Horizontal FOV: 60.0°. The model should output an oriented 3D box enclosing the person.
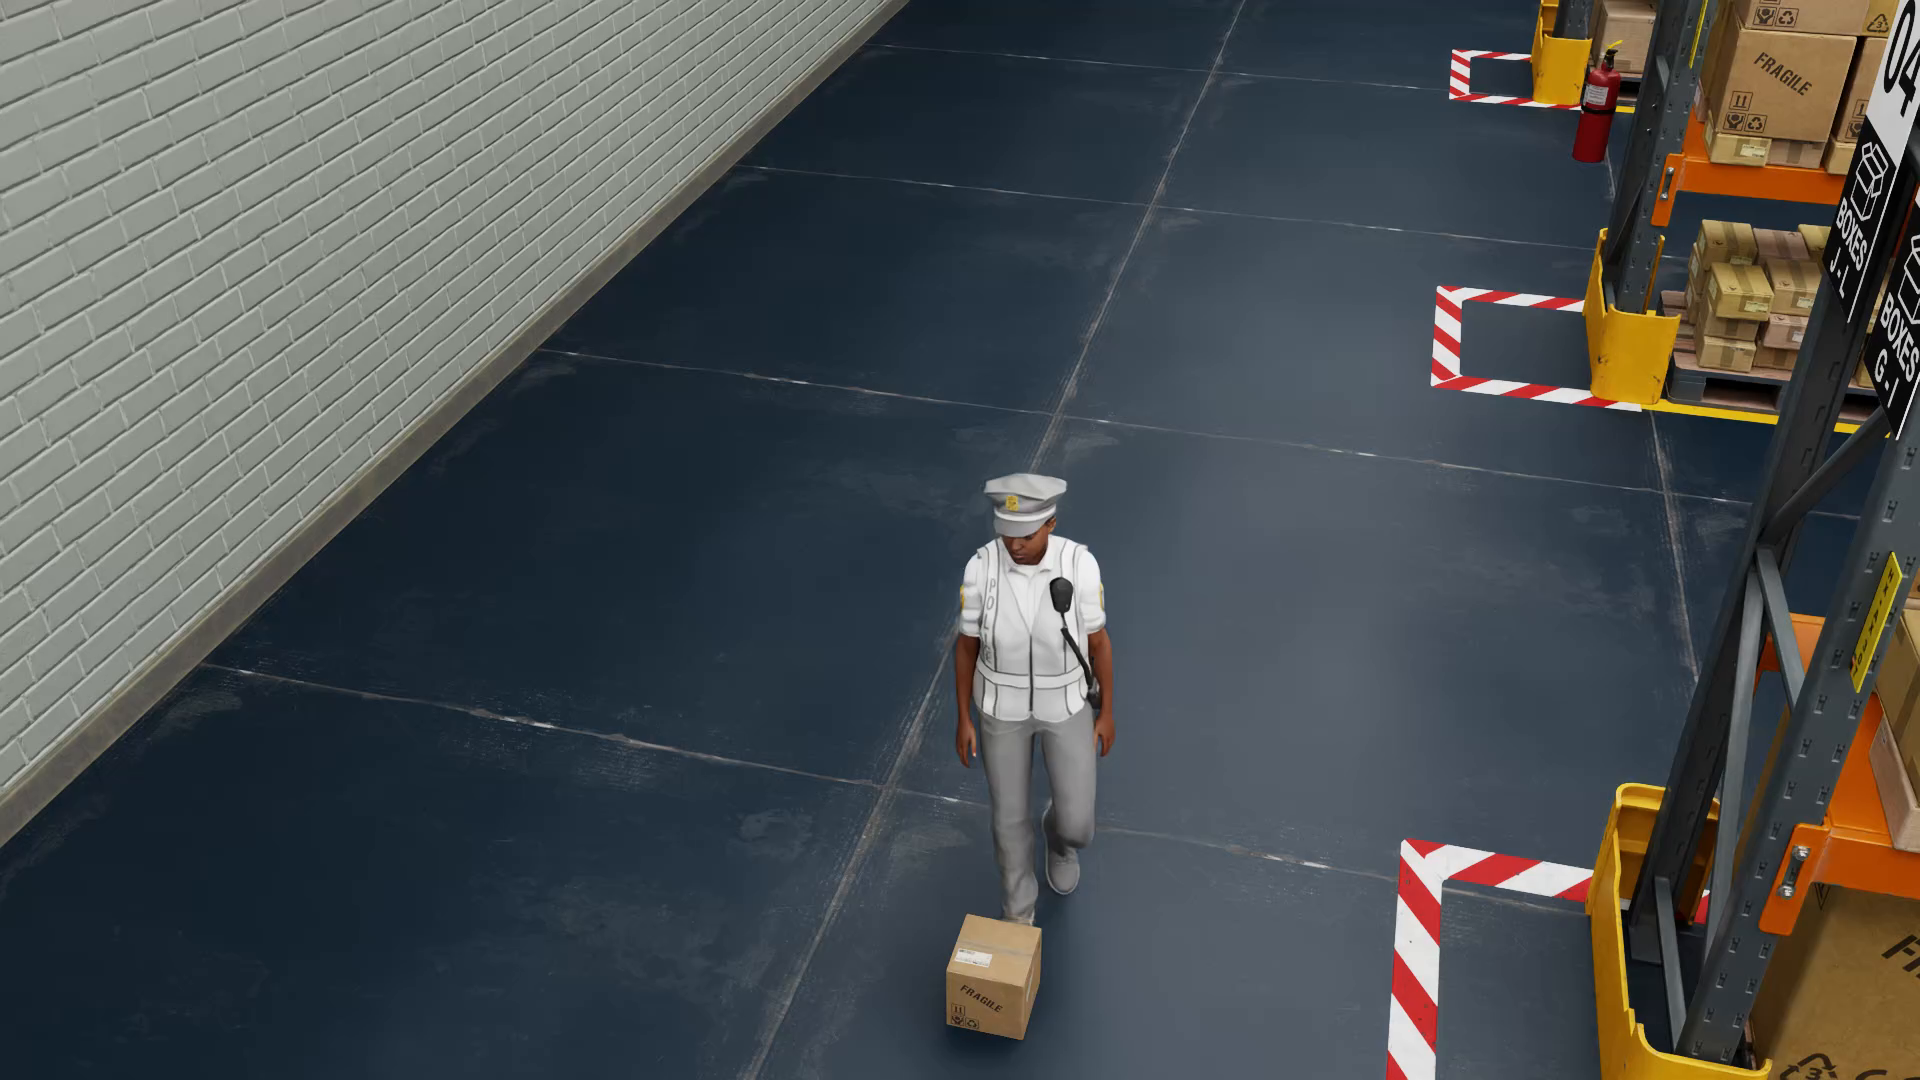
[{"bbox_3d":[0.231,0.580,5.223,0.516,1.667,0.526,4,33,6],"label":"person"}]
